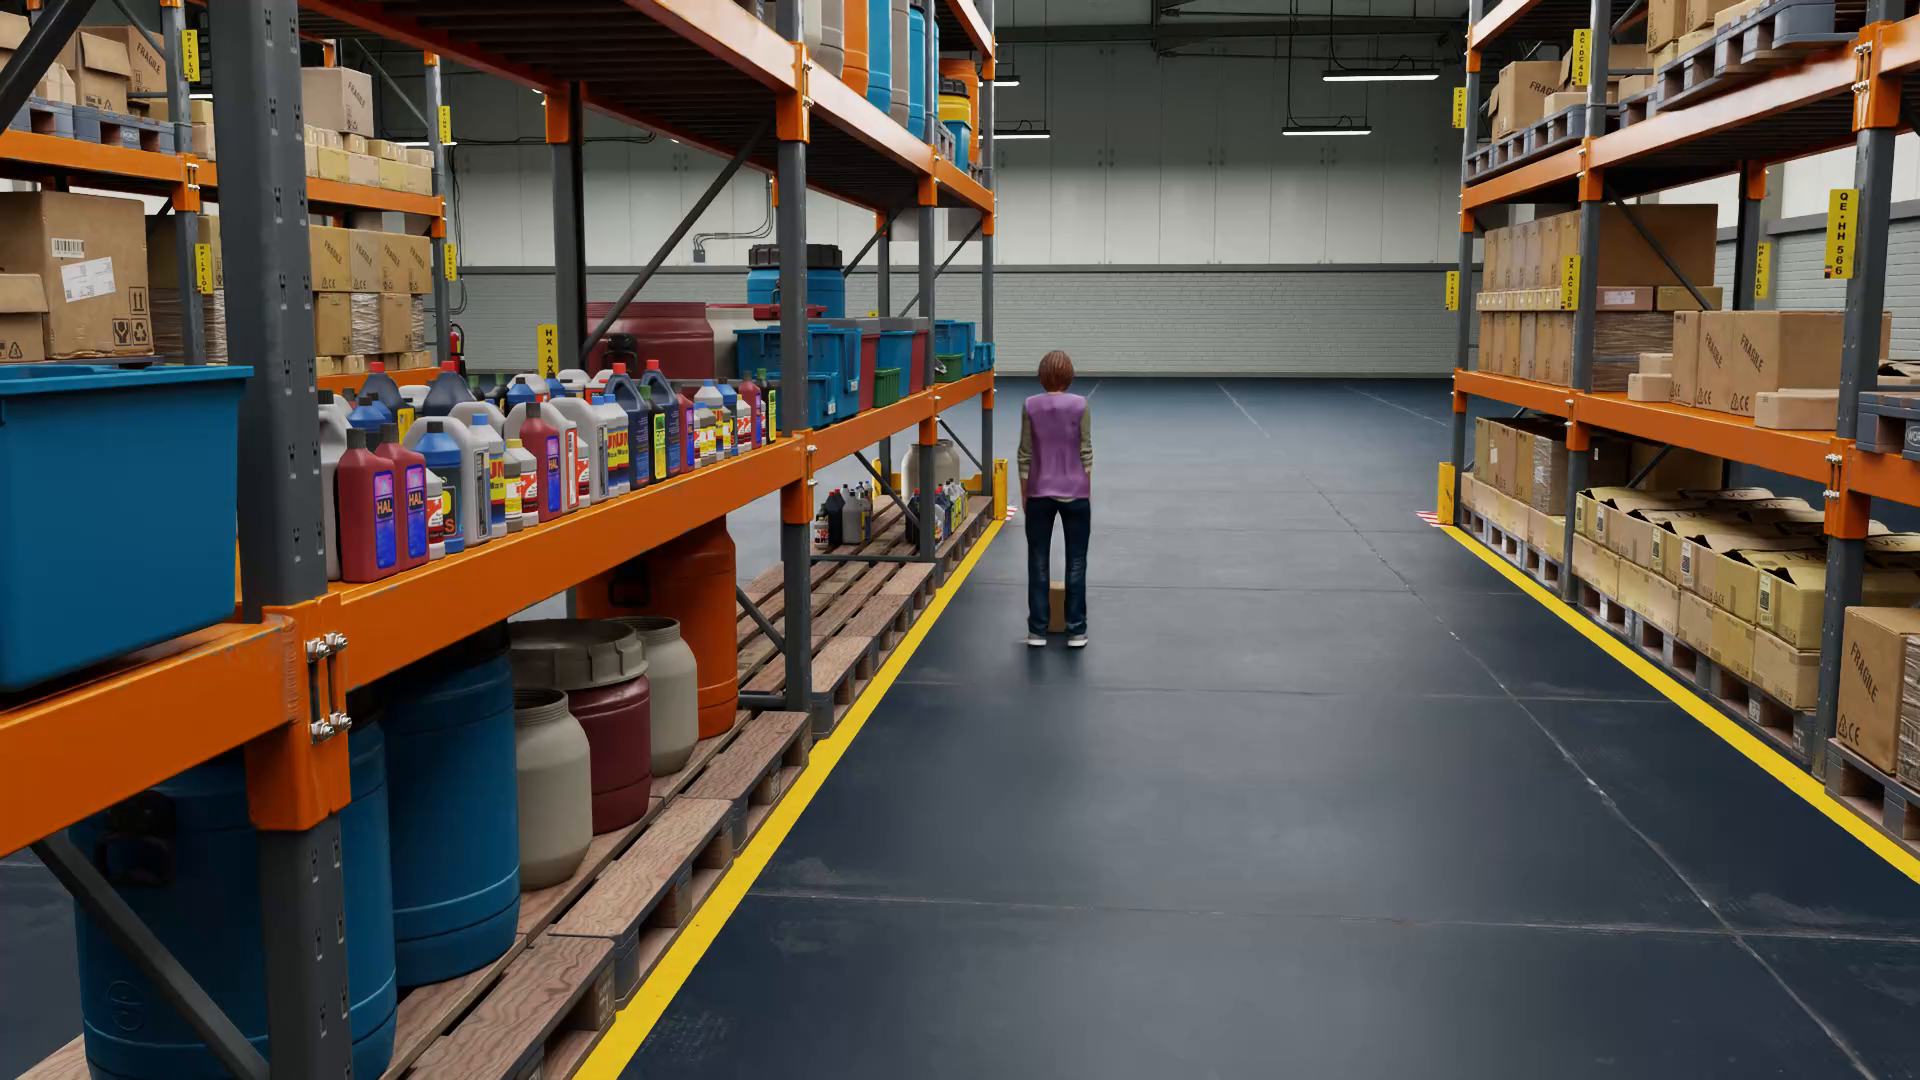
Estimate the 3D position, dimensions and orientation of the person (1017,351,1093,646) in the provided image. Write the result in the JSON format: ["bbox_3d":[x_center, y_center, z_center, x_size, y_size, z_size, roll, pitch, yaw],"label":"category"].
[{"bbox_3d":[0.507,-0.210,8.950,0.408,1.584,0.299,1,8,7],"label":"person"}]
